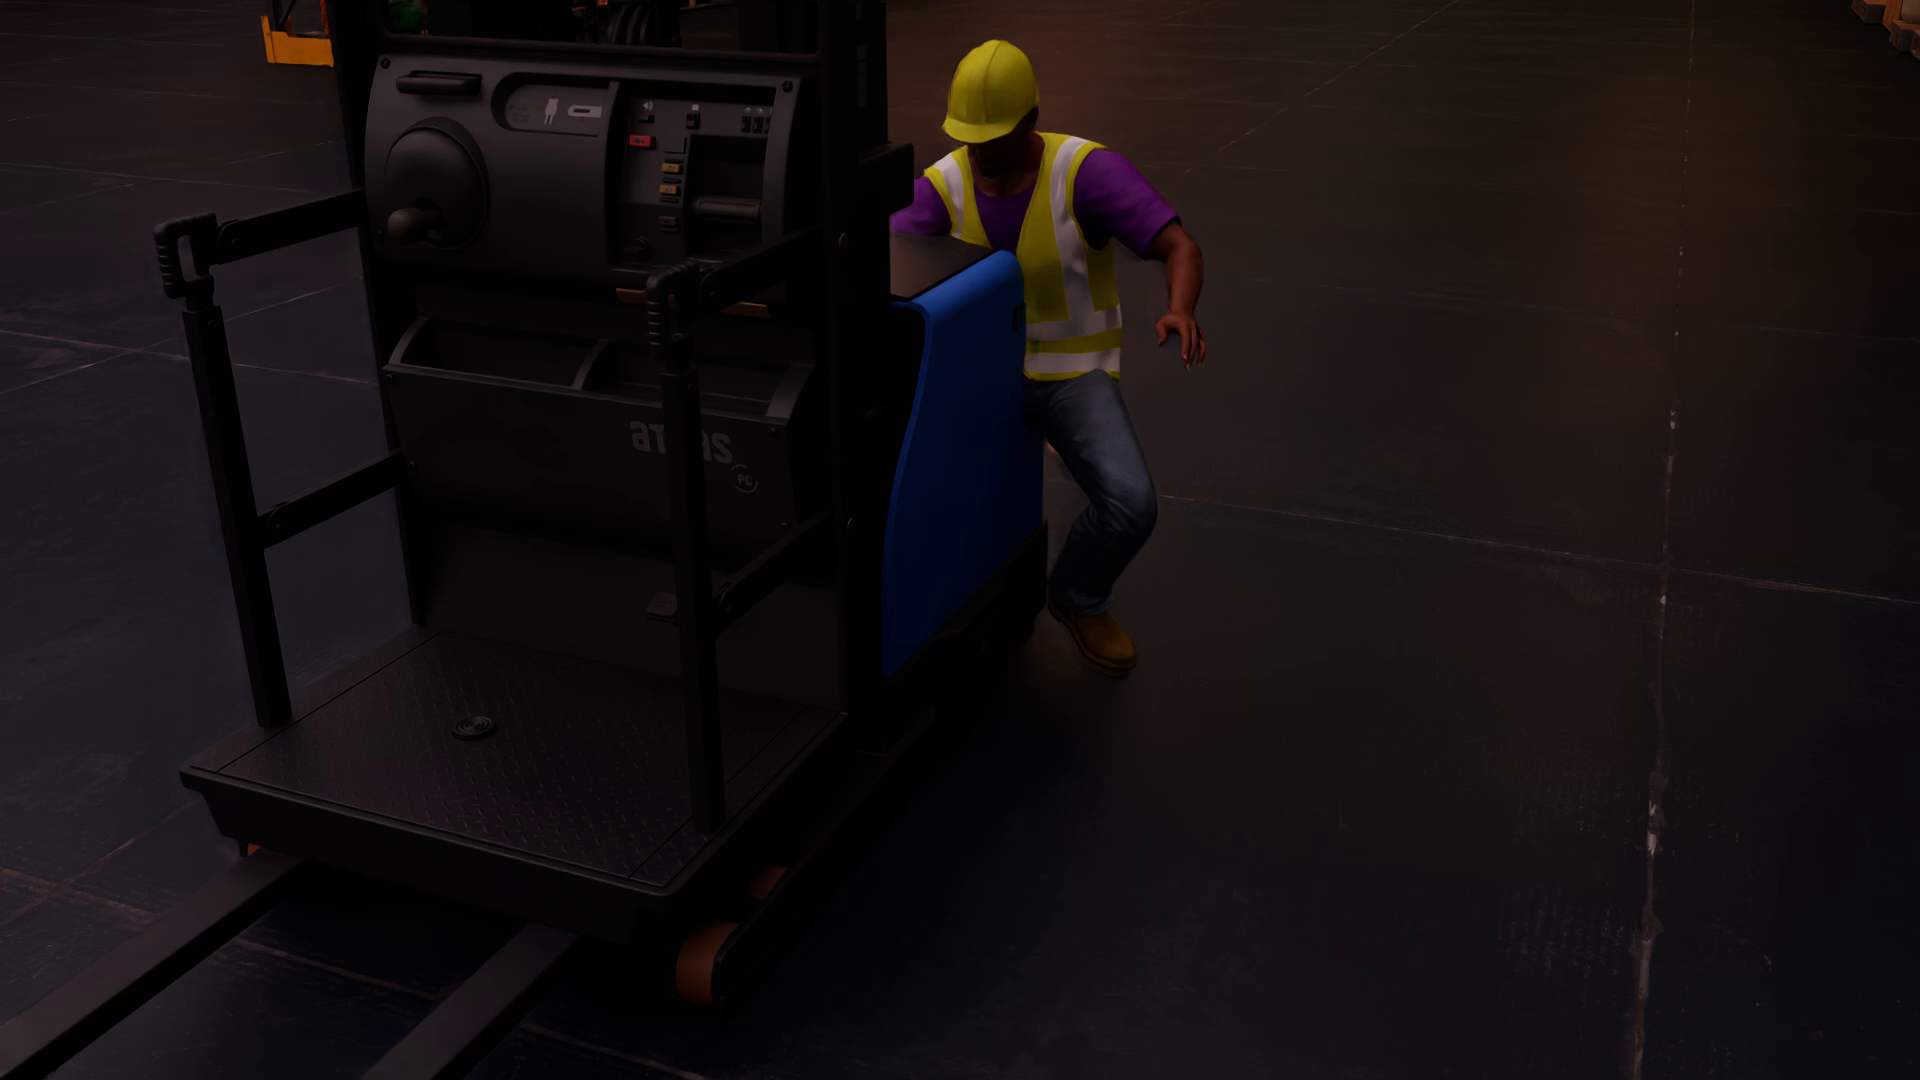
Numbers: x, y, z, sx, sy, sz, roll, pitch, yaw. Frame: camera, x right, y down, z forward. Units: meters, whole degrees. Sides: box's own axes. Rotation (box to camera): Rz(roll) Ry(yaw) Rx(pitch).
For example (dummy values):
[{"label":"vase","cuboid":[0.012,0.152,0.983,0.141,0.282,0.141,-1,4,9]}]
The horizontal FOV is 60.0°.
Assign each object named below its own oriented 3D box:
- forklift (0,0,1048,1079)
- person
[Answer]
[{"label":"forklift","cuboid":[-0.799,-0.680,2.920,1.130,2.935,3.031,9,24,21]},{"label":"person","cuboid":[0.125,-0.409,4.025,0.997,1.522,0.730,7,24,17]}]
